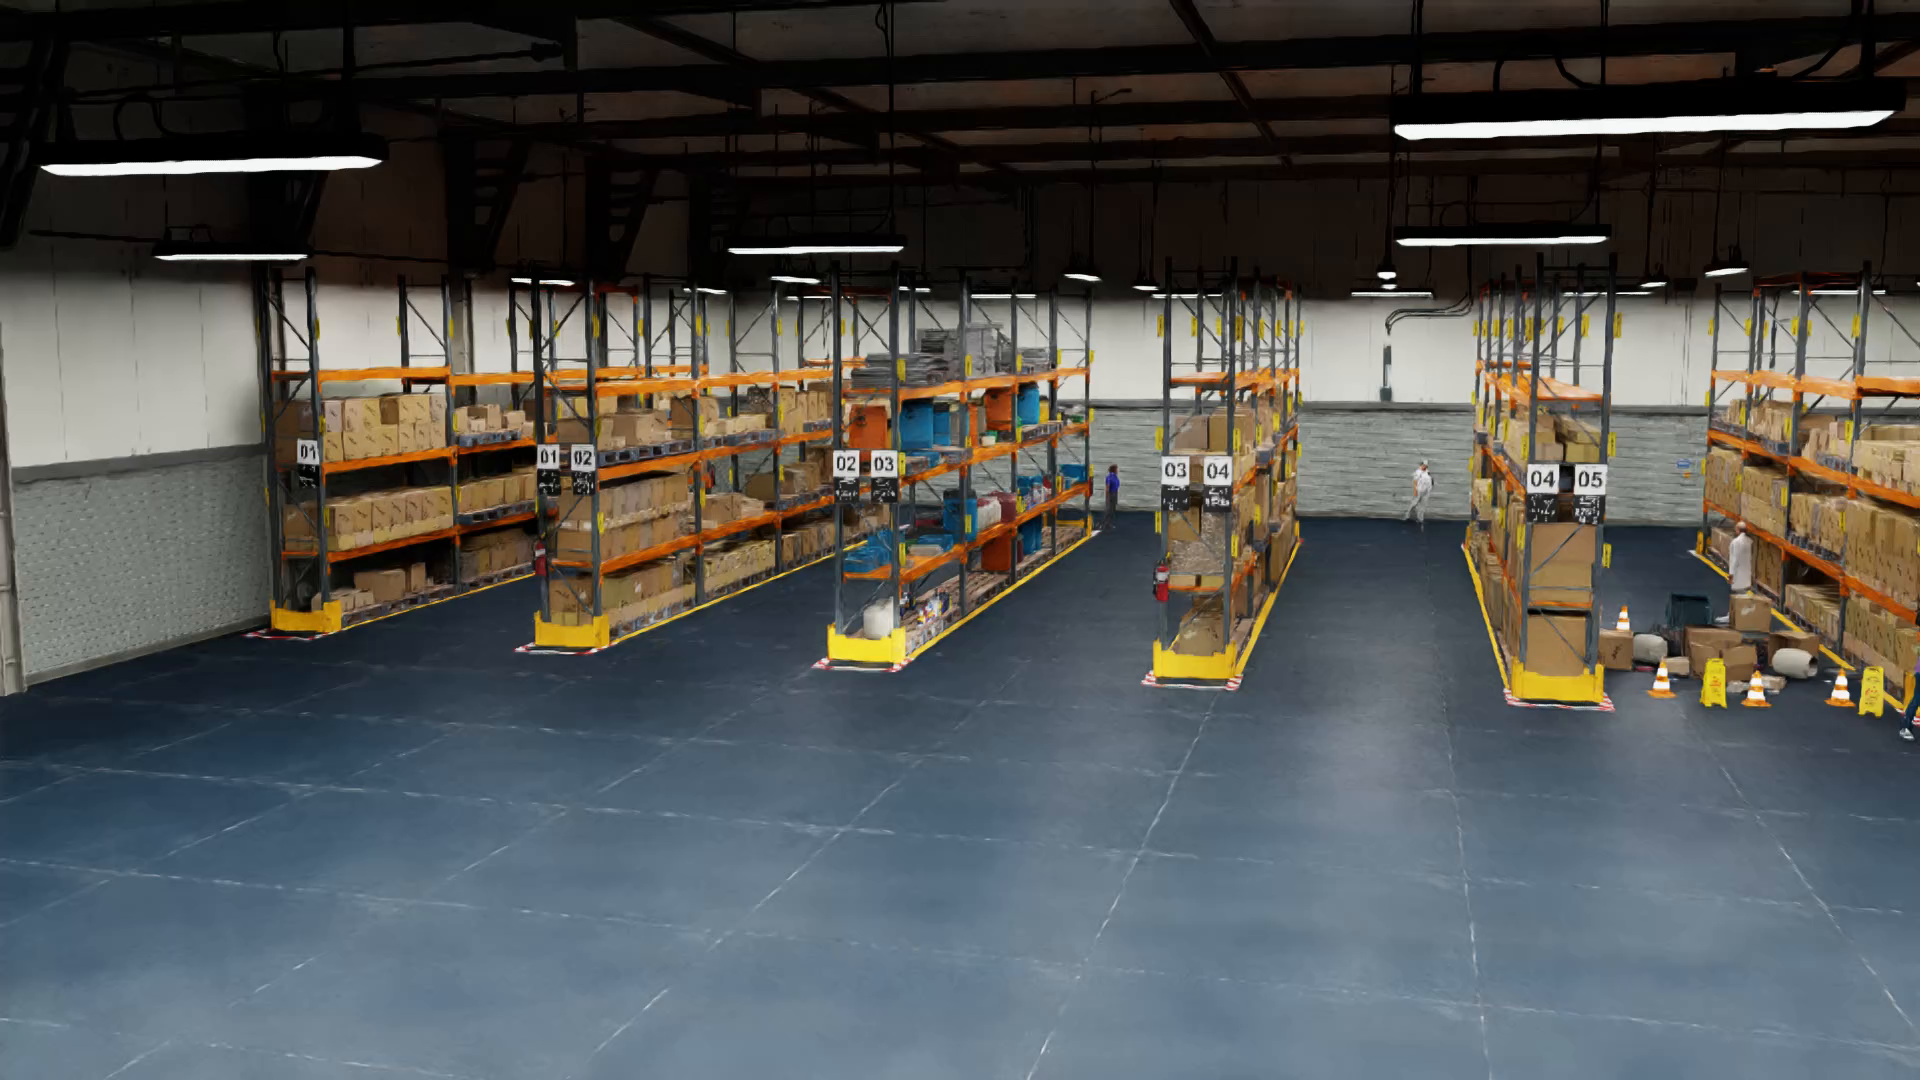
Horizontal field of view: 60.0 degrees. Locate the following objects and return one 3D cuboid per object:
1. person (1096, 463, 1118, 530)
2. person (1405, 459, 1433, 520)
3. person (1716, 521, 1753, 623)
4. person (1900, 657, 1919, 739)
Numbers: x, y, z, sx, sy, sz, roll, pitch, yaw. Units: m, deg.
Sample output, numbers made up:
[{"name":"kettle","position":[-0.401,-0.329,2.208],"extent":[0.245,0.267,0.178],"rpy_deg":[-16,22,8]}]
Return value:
[{"name":"person","position":[3.684,-1.081,41.444],"extent":[0.423,1.651,0.631],"rpy_deg":[6,9,39]},{"name":"person","position":[11.873,-1.297,42.921],"extent":[0.575,1.578,0.464],"rpy_deg":[-4,8,-27]},{"name":"person","position":[13.061,0.561,27.961],"extent":[0.636,1.775,0.675],"rpy_deg":[6,9,38]},{"name":"person","position":[11.870,1.634,20.343],"extent":[0.624,1.581,0.496],"rpy_deg":[-7,10,-43]}]
